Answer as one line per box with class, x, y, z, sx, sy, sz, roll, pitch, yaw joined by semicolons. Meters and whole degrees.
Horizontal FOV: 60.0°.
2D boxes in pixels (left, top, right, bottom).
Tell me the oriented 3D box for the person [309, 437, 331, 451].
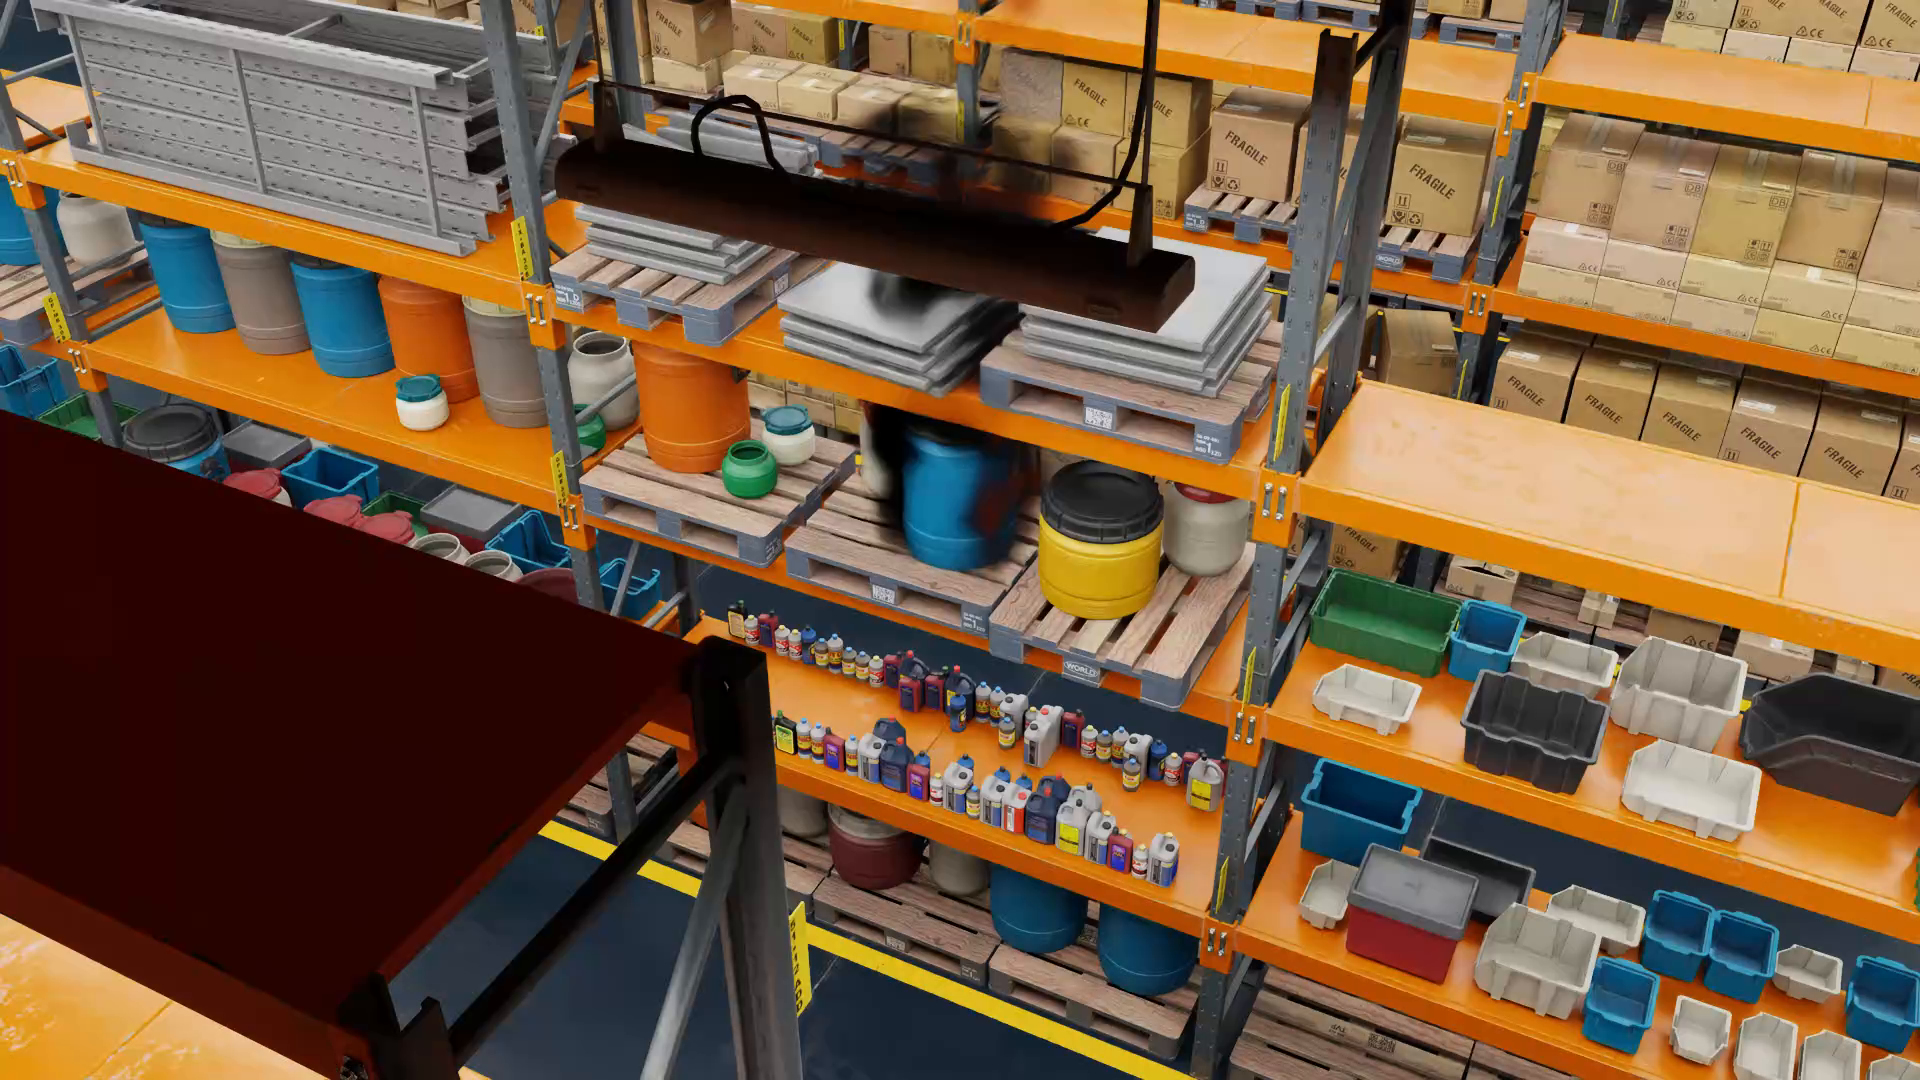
person;-5.724;-1.241;14.139;0.937;1.676;0.614;6;35;8
